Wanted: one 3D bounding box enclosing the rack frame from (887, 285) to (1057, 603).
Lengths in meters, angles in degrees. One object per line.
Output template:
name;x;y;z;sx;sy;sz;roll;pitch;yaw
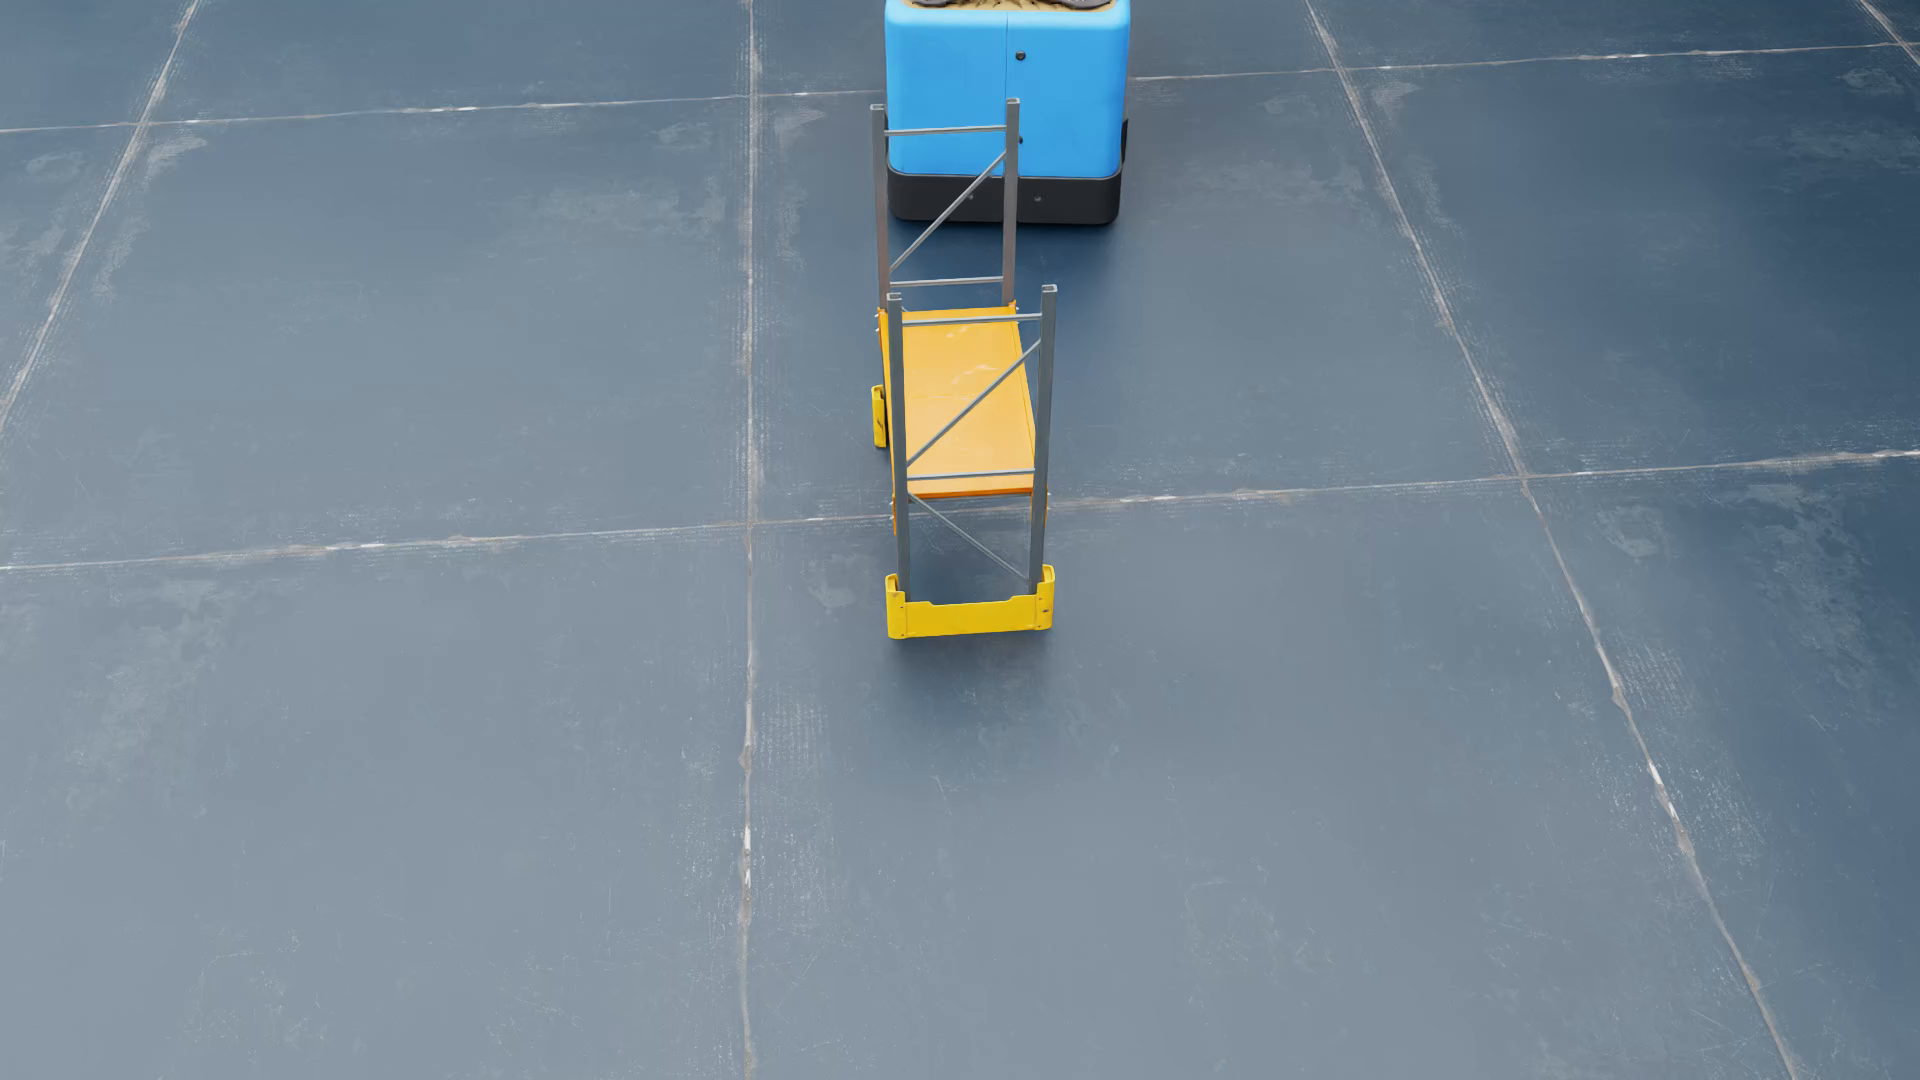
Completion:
rack frame;0.035;-0.210;5.416;0.500;1.500;0.032;-3;47;-3

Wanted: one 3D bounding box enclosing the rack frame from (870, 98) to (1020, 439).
rack frame;-0.050;-0.945;6.112;0.500;1.500;0.032;-3;47;-3

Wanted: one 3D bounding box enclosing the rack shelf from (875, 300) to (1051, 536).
rack shelf;-0.007;-0.454;5.895;0.538;0.185;1.000;-3;47;-3

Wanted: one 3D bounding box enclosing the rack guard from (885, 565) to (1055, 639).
rack guard;0.035;0.219;5.870;0.587;0.250;0.087;-3;47;-3

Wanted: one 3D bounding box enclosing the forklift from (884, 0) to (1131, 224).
forklift;0.250;-3.492;7.538;1.130;2.935;3.031;2;47;1

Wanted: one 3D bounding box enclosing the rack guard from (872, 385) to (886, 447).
rack guard;-0.048;-0.501;6.553;0.587;0.250;0.087;-3;47;-3

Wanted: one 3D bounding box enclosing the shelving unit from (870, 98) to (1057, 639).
shelving unit;-0.006;-0.571;5.758;0.587;1.500;1.083;-3;47;-3
